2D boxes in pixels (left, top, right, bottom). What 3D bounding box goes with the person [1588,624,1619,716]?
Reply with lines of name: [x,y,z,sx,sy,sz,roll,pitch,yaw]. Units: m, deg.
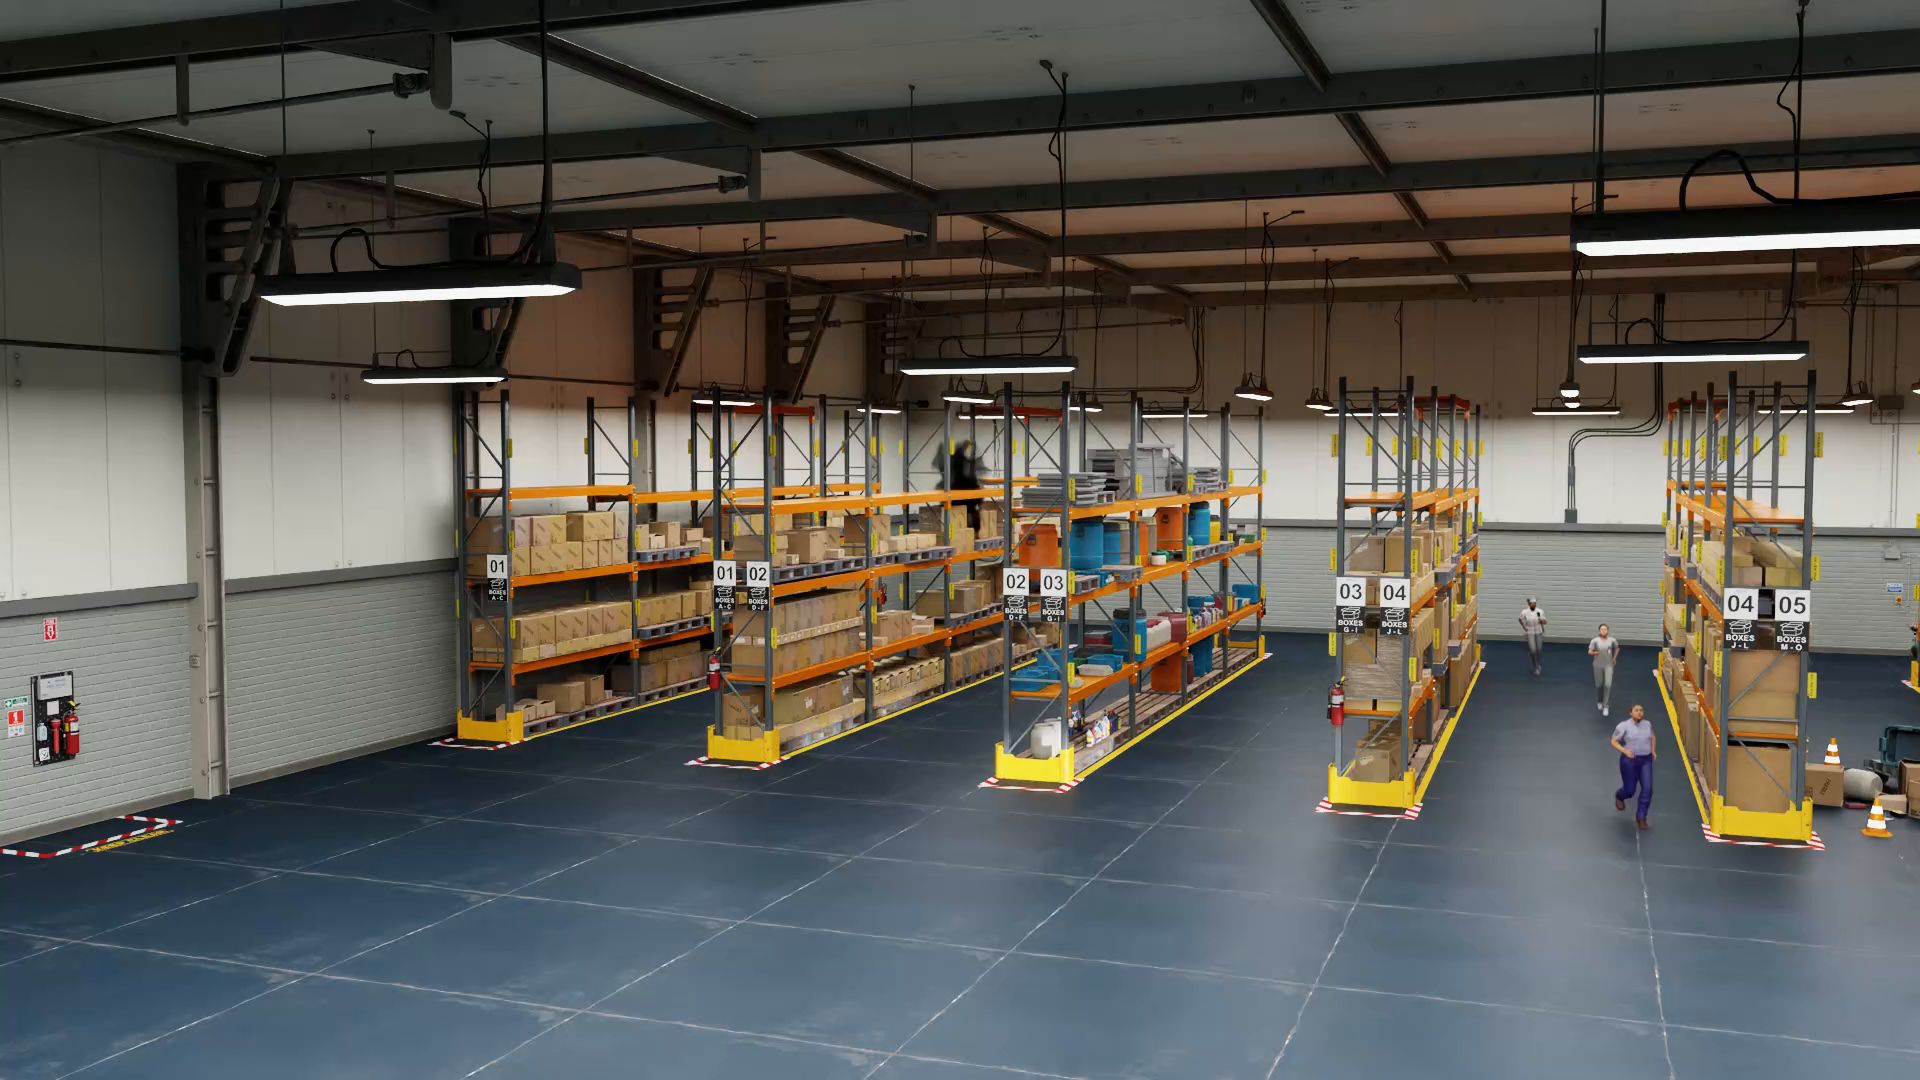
person: [12.118,2.415,31.323,0.559,1.685,0.884,1,3,20]

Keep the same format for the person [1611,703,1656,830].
person: [9.008,2.990,22.191,0.634,1.656,0.802,0,3,-1]

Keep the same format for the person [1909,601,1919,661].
person: [21.010,2.159,36.135,0.719,1.776,0.729,2,4,35]

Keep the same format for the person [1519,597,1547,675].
person: [12.774,2.133,37.053,0.579,1.754,0.739,0,3,7]
